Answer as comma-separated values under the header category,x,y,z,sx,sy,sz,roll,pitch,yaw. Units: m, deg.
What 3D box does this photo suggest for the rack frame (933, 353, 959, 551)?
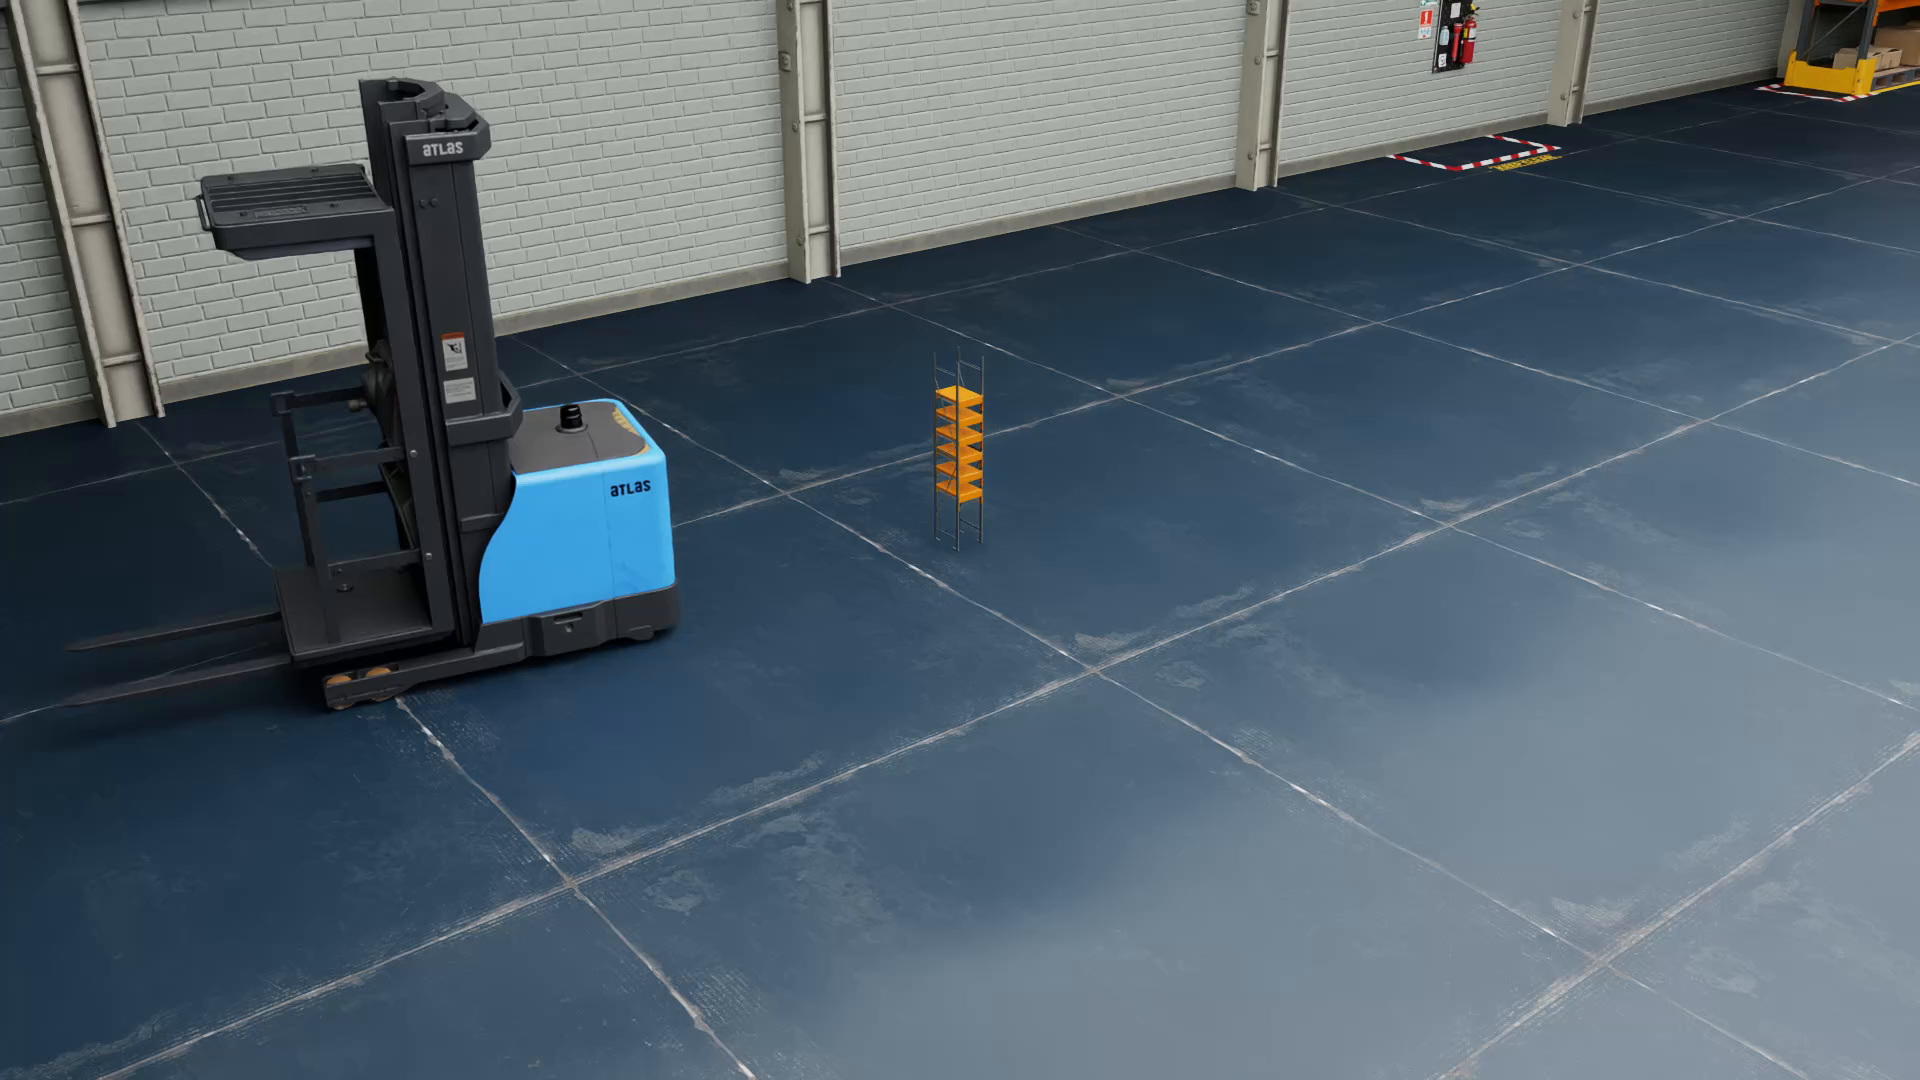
category,x,y,z,sx,sy,sz,roll,pitch,yaw
rack frame,-0.083,-0.517,9.938,0.006,1.200,0.240,-18,31,-34

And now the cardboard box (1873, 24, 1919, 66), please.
category,x,y,z,sx,sy,sz,roll,pitch,yaw
cardboard box,14.443,-7.574,25.453,0.500,0.500,0.700,-21,32,-37

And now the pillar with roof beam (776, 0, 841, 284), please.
category,x,y,z,sx,sy,sz,roll,pitch,yaw
pillar with roof beam,1.296,-5.124,10.601,0.400,9.000,9.100,-18,31,-34

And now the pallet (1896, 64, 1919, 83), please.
category,x,y,z,sx,sy,sz,roll,pitch,yaw
pallet,14.467,-7.306,25.741,1.213,0.211,1.003,-18,31,-34

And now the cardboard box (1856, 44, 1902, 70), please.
category,x,y,z,sx,sy,sz,roll,pitch,yaw
cardboard box,13.835,-7.314,25.118,0.500,0.311,0.500,-15,29,-30

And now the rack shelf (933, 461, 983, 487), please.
category,x,y,z,sx,sy,sz,roll,pitch,yaw
rack shelf,-0.011,-0.391,10.059,0.180,0.103,0.258,-18,31,-34

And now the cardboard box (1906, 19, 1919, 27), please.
category,x,y,z,sx,sy,sz,roll,pitch,yaw
cardboard box,15.142,-7.858,26.066,0.500,0.500,0.500,-21,32,-38

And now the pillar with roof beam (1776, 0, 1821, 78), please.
category,x,y,z,sx,sy,sz,roll,pitch,yaw
pillar with roof beam,15.460,-9.800,20.676,0.400,9.000,9.100,-18,31,-34

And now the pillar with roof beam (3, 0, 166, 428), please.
category,x,y,z,sx,sy,sz,roll,pitch,yaw
pillar with roof beam,-3.426,-3.565,7.243,0.400,9.000,9.100,-18,31,-34

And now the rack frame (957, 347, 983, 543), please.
category,x,y,z,sx,sy,sz,roll,pitch,yaw
rack frame,0.061,-0.564,10.041,0.006,1.200,0.240,-18,31,-34

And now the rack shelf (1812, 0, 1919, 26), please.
category,x,y,z,sx,sy,sz,roll,pitch,yaw
rack shelf,14.360,-8.230,25.274,4.000,0.370,1.077,-18,31,-34

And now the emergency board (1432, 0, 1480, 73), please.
category,x,y,z,sx,sy,sz,roll,pitch,yaw
emergency board,6.114,-6.317,20.298,0.643,1.169,0.194,-18,31,-34

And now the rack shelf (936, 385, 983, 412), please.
category,x,y,z,sx,sy,sz,roll,pitch,yaw
rack shelf,-0.011,-0.827,9.856,0.180,0.103,0.258,-18,31,-34

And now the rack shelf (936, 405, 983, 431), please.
category,x,y,z,sx,sy,sz,roll,pitch,yaw
rack shelf,-0.011,-0.718,9.907,0.180,0.103,0.258,-18,31,-34

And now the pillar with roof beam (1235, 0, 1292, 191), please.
category,x,y,z,sx,sy,sz,roll,pitch,yaw
pillar with roof beam,6.017,-6.683,13.960,0.400,9.000,9.100,-18,31,-34

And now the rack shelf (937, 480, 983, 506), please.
category,x,y,z,sx,sy,sz,roll,pitch,yaw
rack shelf,-0.011,-0.282,10.109,0.180,0.103,0.258,-18,31,-34

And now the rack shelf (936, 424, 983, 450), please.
category,x,y,z,sx,sy,sz,roll,pitch,yaw
rack shelf,-0.011,-0.609,9.958,0.180,0.103,0.258,-18,31,-34

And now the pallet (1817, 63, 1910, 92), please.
category,x,y,z,sx,sy,sz,roll,pitch,yaw
pallet,13.507,-6.991,25.062,1.213,0.211,1.003,-18,31,-34

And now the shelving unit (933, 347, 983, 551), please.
category,x,y,z,sx,sy,sz,roll,pitch,yaw
shelving unit,-0.011,-0.540,9.989,0.189,1.200,0.258,-18,31,-34

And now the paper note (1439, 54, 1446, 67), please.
category,x,y,z,sx,sy,sz,roll,pitch,yaw
paper note,5.932,-5.894,20.433,0.142,0.148,0.016,-18,31,-34

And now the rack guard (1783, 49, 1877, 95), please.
category,x,y,z,sx,sy,sz,roll,pitch,yaw
rack guard,12.846,-6.922,24.571,0.348,0.500,1.175,-18,31,-34

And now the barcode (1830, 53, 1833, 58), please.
category,x,y,z,sx,sy,sz,roll,pitch,yaw
barcode,13.154,-7.308,25.093,0.075,0.075,0.001,-18,31,-34

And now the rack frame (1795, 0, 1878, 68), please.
category,x,y,z,sx,sy,sz,roll,pitch,yaw
rack frame,12.787,-8.036,24.003,0.127,3.000,1.000,-18,31,-34

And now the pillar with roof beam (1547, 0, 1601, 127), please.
category,x,y,z,sx,sy,sz,roll,pitch,yaw
pillar with roof beam,10.739,-8.241,17.318,0.400,9.000,9.100,-18,31,-34

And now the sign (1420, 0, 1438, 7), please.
category,x,y,z,sx,sy,sz,roll,pitch,yaw
sign,5.624,-6.462,19.939,0.331,0.109,0.001,-18,31,-34

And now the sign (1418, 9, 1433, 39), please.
category,x,y,z,sx,sy,sz,roll,pitch,yaw
sign,5.615,-6.224,20.054,0.234,0.329,0.001,-18,31,-34

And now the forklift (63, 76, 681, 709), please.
category,x,y,z,sx,sy,sz,roll,pitch,yaw
forklift,-3.091,-0.728,8.336,3.031,2.935,1.130,-11,27,-23

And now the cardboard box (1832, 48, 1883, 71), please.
category,x,y,z,sx,sy,sz,roll,pitch,yaw
cardboard box,13.387,-7.166,24.799,0.500,0.311,0.500,-23,33,-40

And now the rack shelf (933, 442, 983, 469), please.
category,x,y,z,sx,sy,sz,roll,pitch,yaw
rack shelf,-0.011,-0.500,10.008,0.180,0.103,0.258,-18,31,-34
